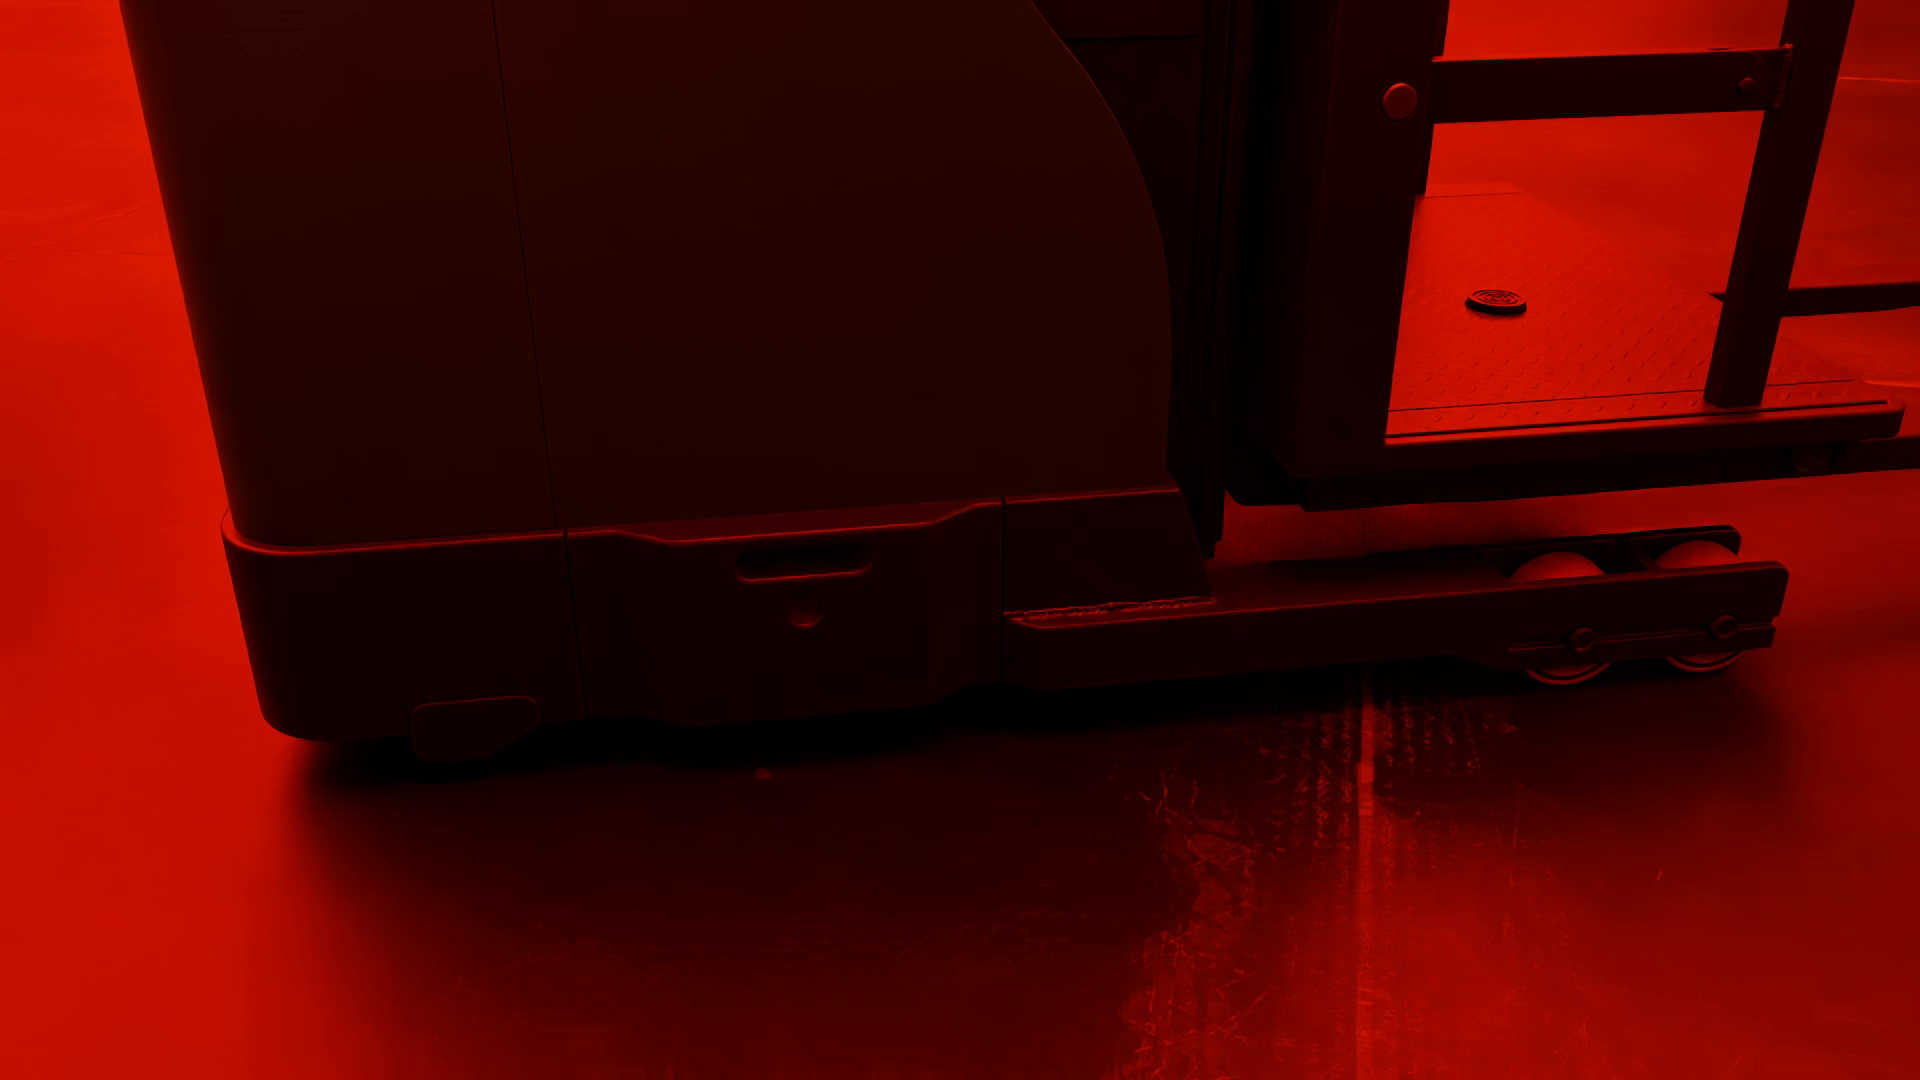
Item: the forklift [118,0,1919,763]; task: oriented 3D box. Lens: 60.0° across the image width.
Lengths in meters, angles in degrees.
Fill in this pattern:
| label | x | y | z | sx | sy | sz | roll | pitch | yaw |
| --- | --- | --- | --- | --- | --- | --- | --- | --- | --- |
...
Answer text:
| label | x | y | z | sx | sy | sz | roll | pitch | yaw |
| --- | --- | --- | --- | --- | --- | --- | --- | --- | --- |
| forklift | 0.600 | -1.354 | 1.930 | 3.031 | 2.935 | 1.130 | -4 | 27 | -9 |
